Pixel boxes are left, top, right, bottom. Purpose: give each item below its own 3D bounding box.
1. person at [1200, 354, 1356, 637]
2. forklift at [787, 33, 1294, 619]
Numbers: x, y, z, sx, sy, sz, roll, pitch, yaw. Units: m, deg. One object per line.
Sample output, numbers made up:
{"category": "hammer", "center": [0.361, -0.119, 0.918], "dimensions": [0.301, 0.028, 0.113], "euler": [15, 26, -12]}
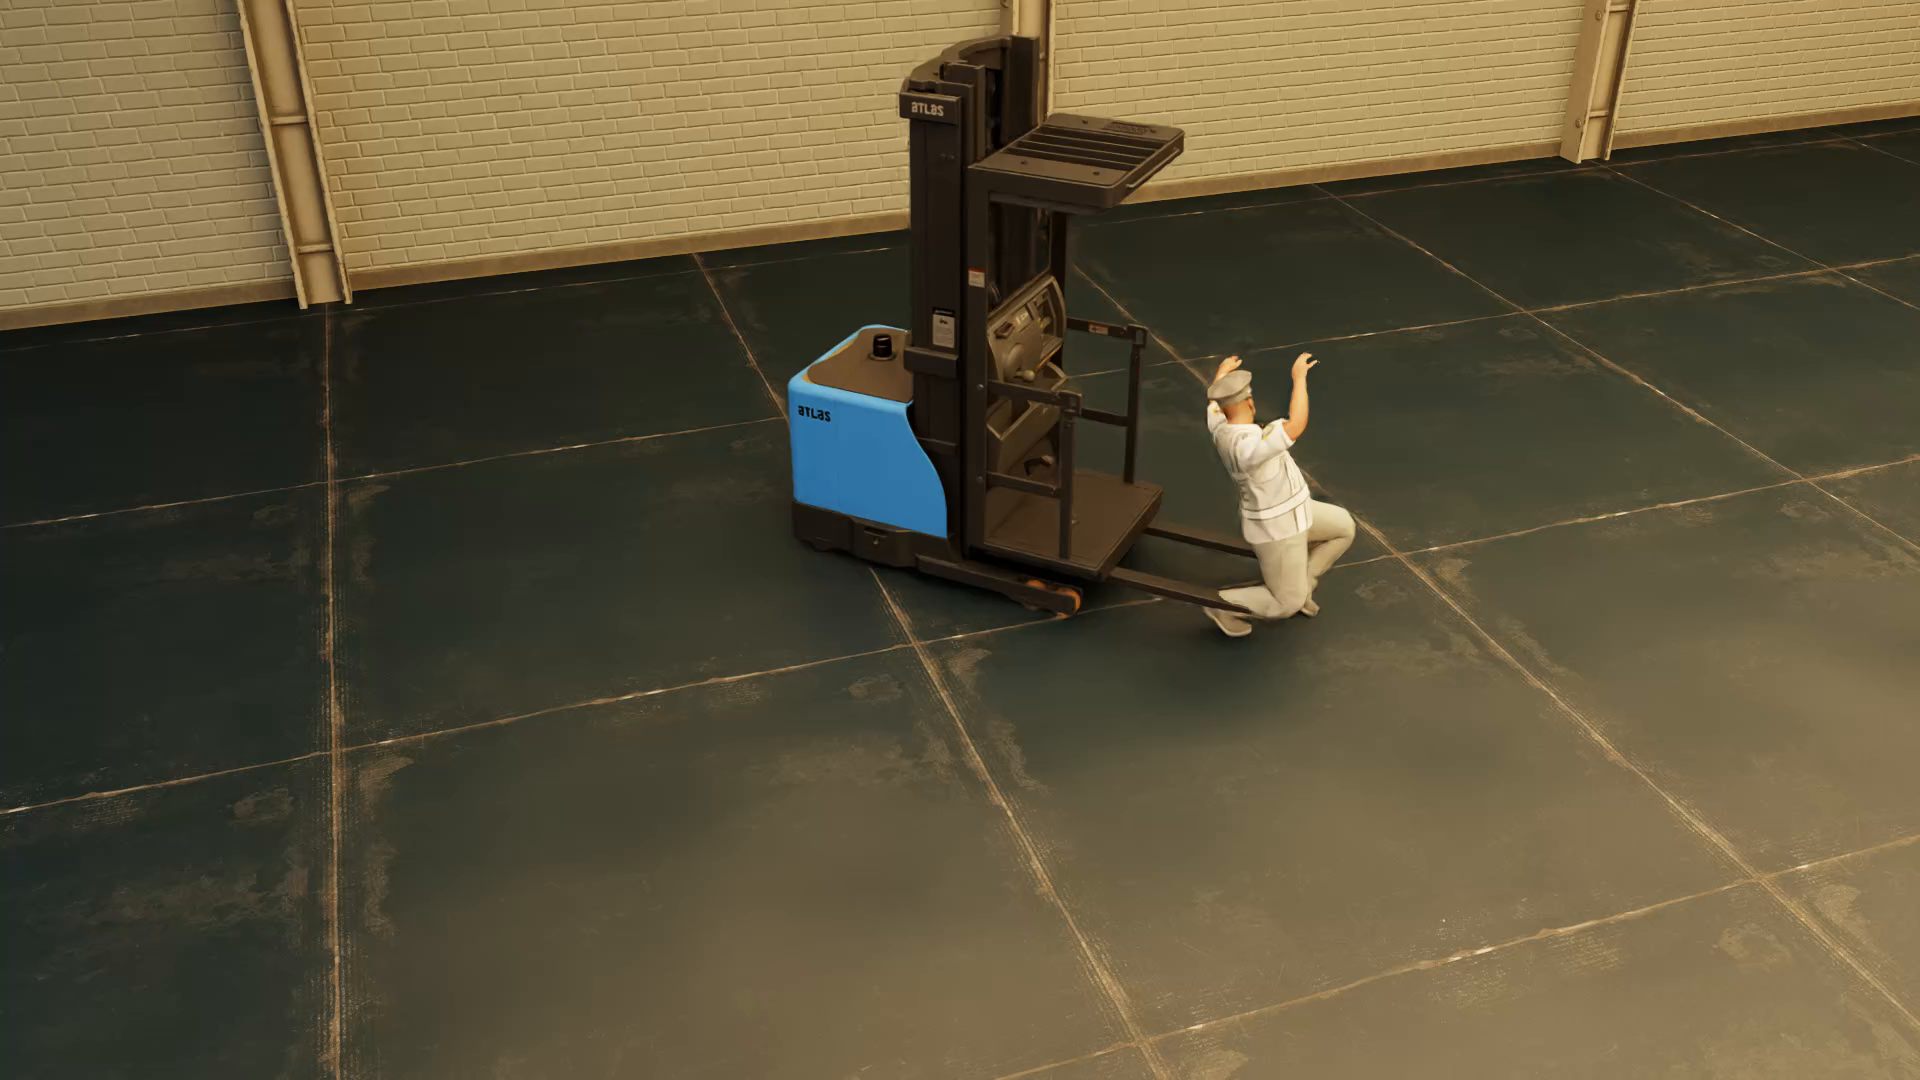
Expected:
{"category": "person", "center": [1.726, -0.329, 8.996], "dimensions": [0.860, 1.615, 1.119], "euler": [4, 30, 6]}
{"category": "forklift", "center": [0.552, -1.140, 9.067], "dimensions": [3.031, 2.935, 1.130], "euler": [14, 33, 22]}
